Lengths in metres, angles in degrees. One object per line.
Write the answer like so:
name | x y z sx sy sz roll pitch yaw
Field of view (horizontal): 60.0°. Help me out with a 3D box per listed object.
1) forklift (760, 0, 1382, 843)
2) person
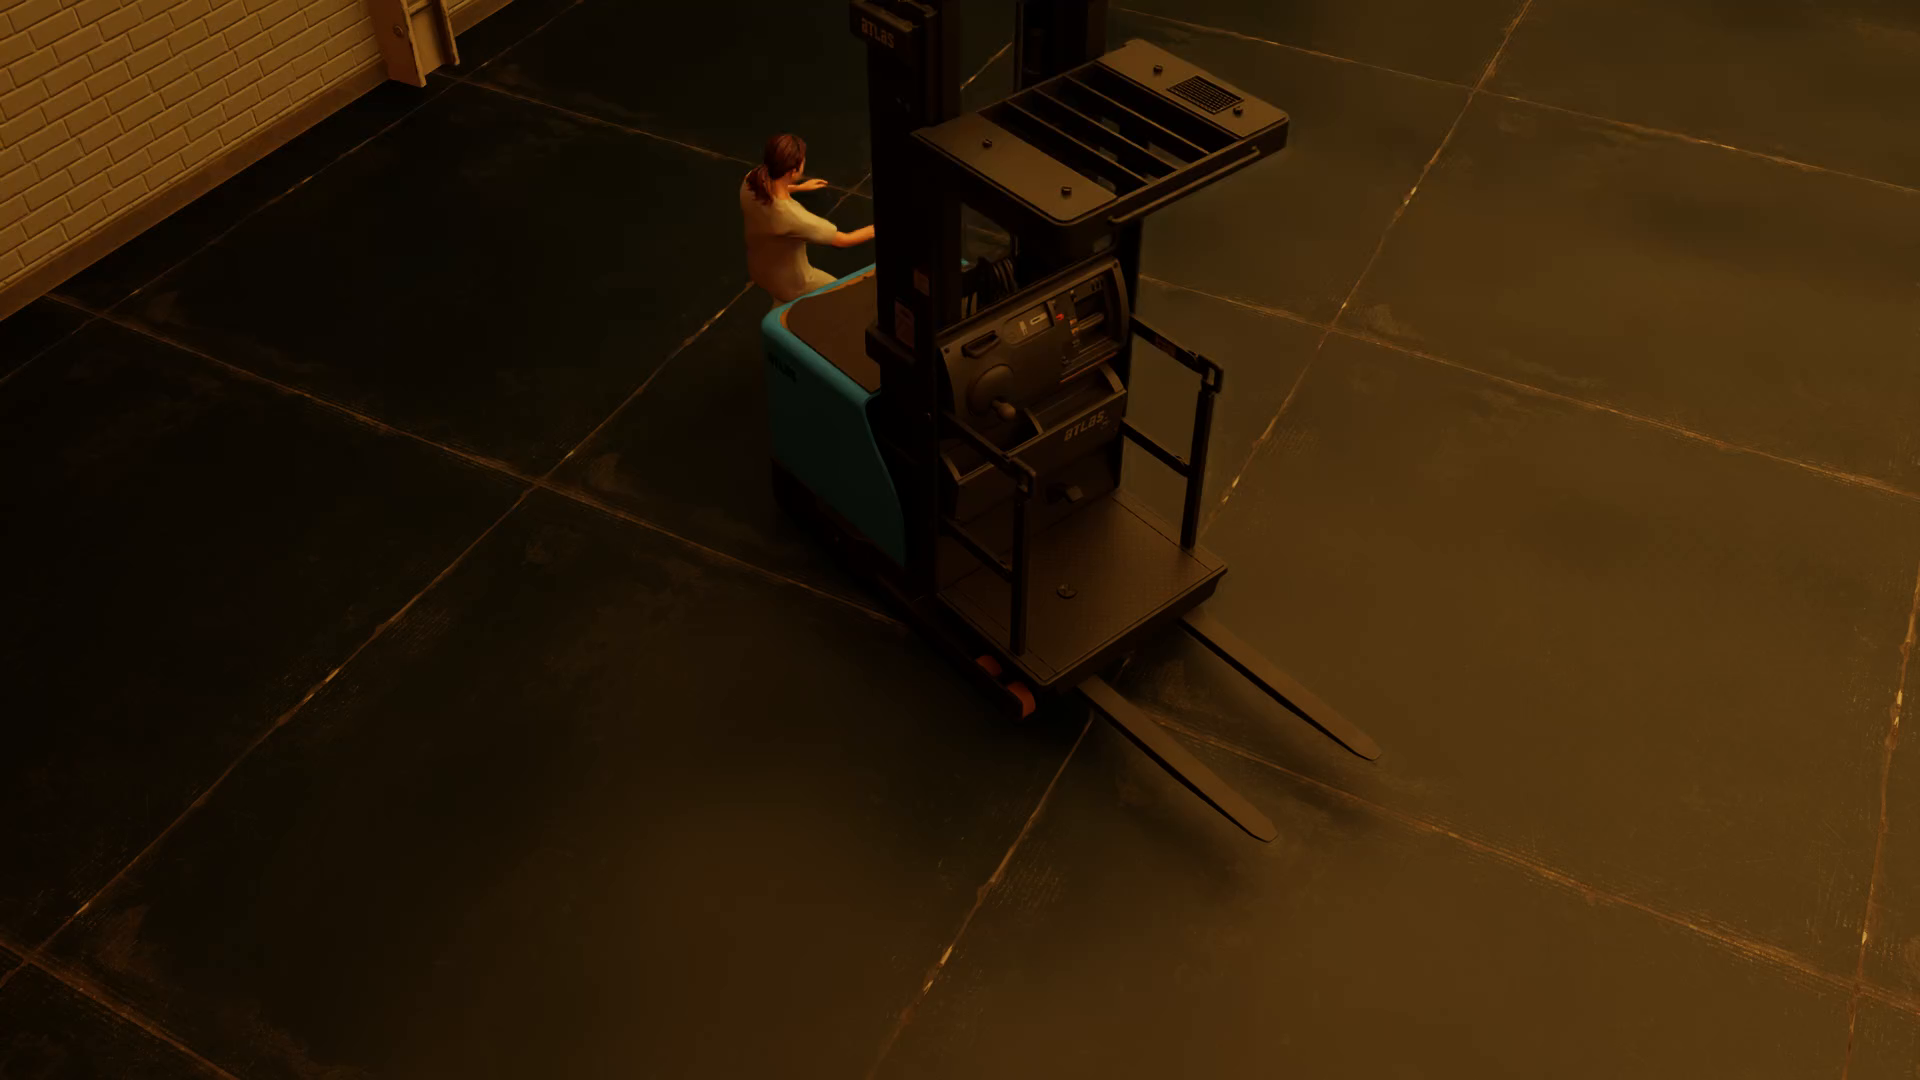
forklift | 0.441 -0.707 6.404 1.130 2.935 3.031 -30 51 -28
person | -0.723 -1.408 8.218 0.721 1.470 0.807 -34 53 -31
